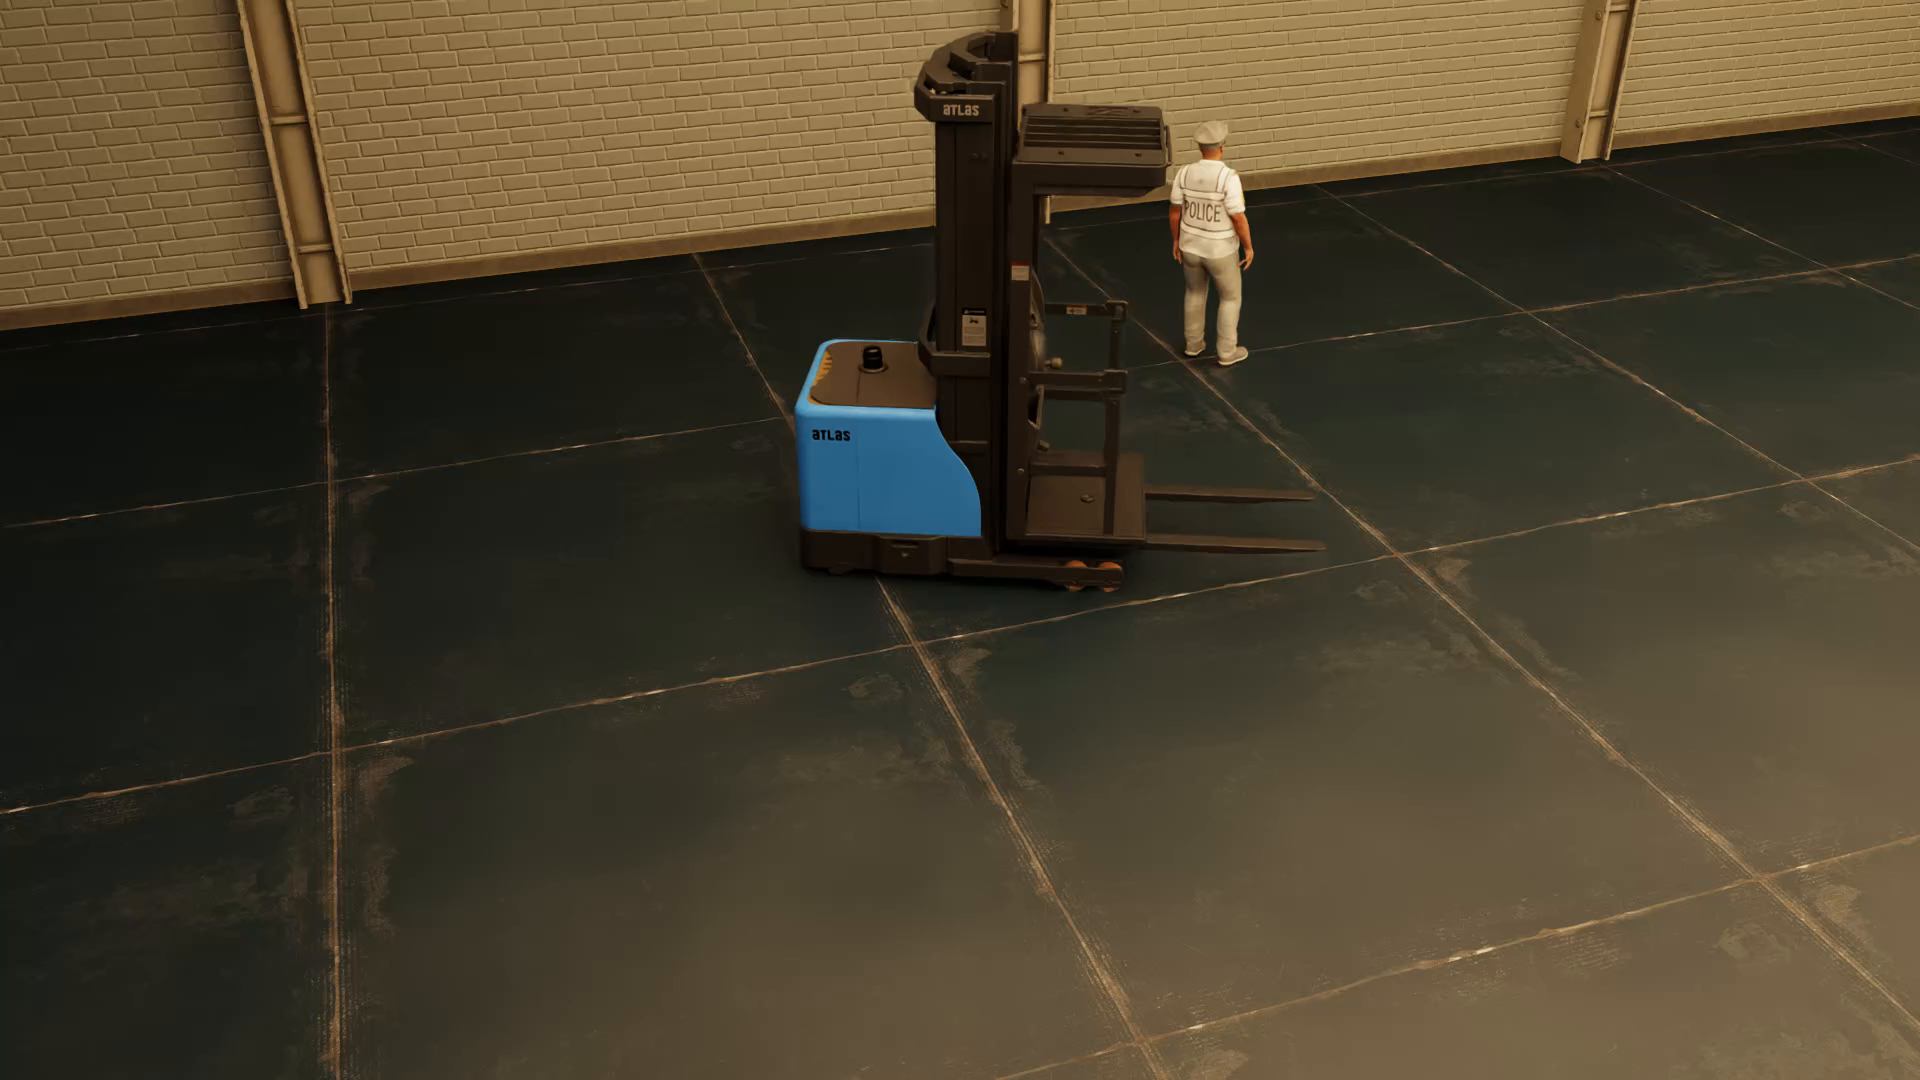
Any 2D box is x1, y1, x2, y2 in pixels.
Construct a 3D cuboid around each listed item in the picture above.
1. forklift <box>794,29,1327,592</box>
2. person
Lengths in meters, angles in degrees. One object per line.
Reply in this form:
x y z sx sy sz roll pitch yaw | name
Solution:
0.611 -1.253 9.264 3.031 2.935 1.130 2 30 4 | forklift
1.824 -2.122 11.949 0.624 1.796 0.492 20 35 30 | person
